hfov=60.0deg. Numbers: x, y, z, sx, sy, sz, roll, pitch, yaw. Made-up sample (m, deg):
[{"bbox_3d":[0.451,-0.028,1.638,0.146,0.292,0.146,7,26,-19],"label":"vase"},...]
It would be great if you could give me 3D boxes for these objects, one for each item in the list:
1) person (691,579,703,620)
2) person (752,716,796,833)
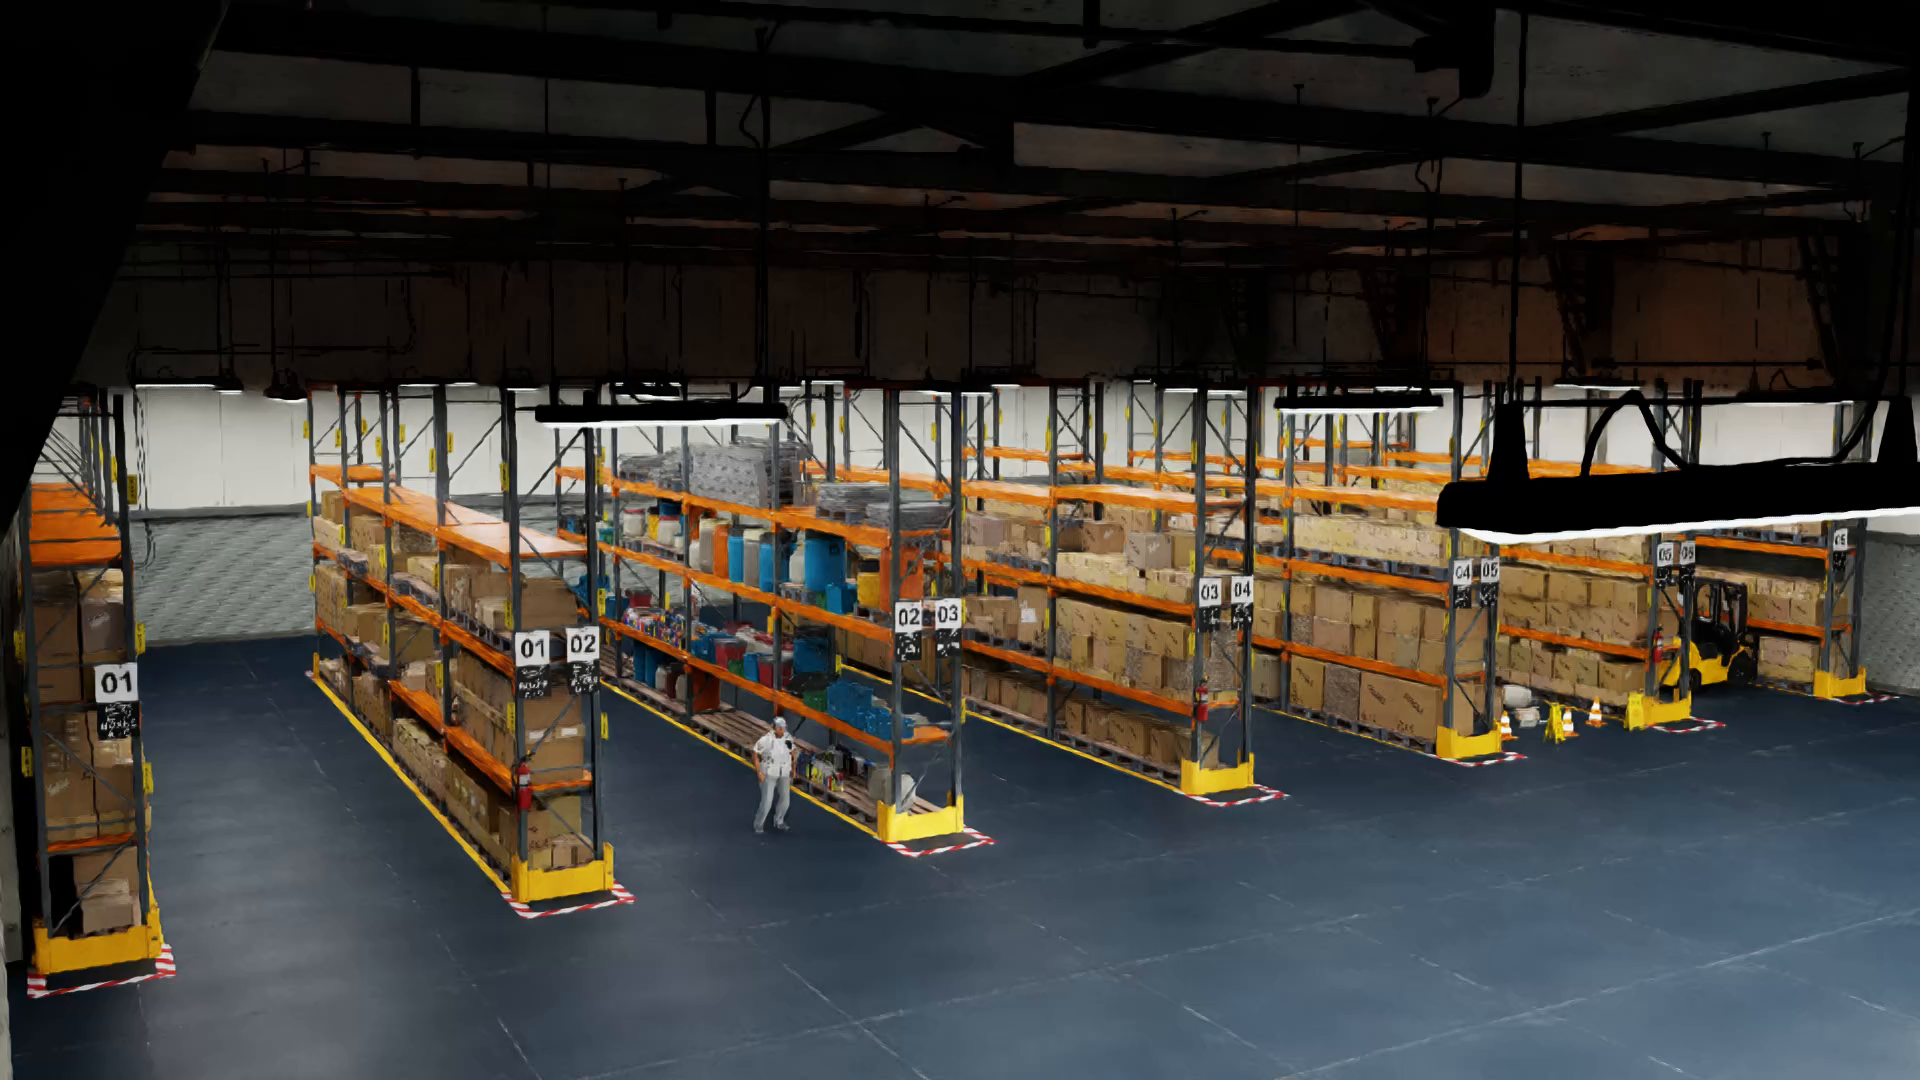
[{"bbox_3d":[-5.955,1.504,37.185,0.513,1.748,0.657,-2,6,-20],"label":"person"},{"bbox_3d":[-2.485,3.156,22.436,0.625,1.611,0.567,-4,7,-31],"label":"person"}]
